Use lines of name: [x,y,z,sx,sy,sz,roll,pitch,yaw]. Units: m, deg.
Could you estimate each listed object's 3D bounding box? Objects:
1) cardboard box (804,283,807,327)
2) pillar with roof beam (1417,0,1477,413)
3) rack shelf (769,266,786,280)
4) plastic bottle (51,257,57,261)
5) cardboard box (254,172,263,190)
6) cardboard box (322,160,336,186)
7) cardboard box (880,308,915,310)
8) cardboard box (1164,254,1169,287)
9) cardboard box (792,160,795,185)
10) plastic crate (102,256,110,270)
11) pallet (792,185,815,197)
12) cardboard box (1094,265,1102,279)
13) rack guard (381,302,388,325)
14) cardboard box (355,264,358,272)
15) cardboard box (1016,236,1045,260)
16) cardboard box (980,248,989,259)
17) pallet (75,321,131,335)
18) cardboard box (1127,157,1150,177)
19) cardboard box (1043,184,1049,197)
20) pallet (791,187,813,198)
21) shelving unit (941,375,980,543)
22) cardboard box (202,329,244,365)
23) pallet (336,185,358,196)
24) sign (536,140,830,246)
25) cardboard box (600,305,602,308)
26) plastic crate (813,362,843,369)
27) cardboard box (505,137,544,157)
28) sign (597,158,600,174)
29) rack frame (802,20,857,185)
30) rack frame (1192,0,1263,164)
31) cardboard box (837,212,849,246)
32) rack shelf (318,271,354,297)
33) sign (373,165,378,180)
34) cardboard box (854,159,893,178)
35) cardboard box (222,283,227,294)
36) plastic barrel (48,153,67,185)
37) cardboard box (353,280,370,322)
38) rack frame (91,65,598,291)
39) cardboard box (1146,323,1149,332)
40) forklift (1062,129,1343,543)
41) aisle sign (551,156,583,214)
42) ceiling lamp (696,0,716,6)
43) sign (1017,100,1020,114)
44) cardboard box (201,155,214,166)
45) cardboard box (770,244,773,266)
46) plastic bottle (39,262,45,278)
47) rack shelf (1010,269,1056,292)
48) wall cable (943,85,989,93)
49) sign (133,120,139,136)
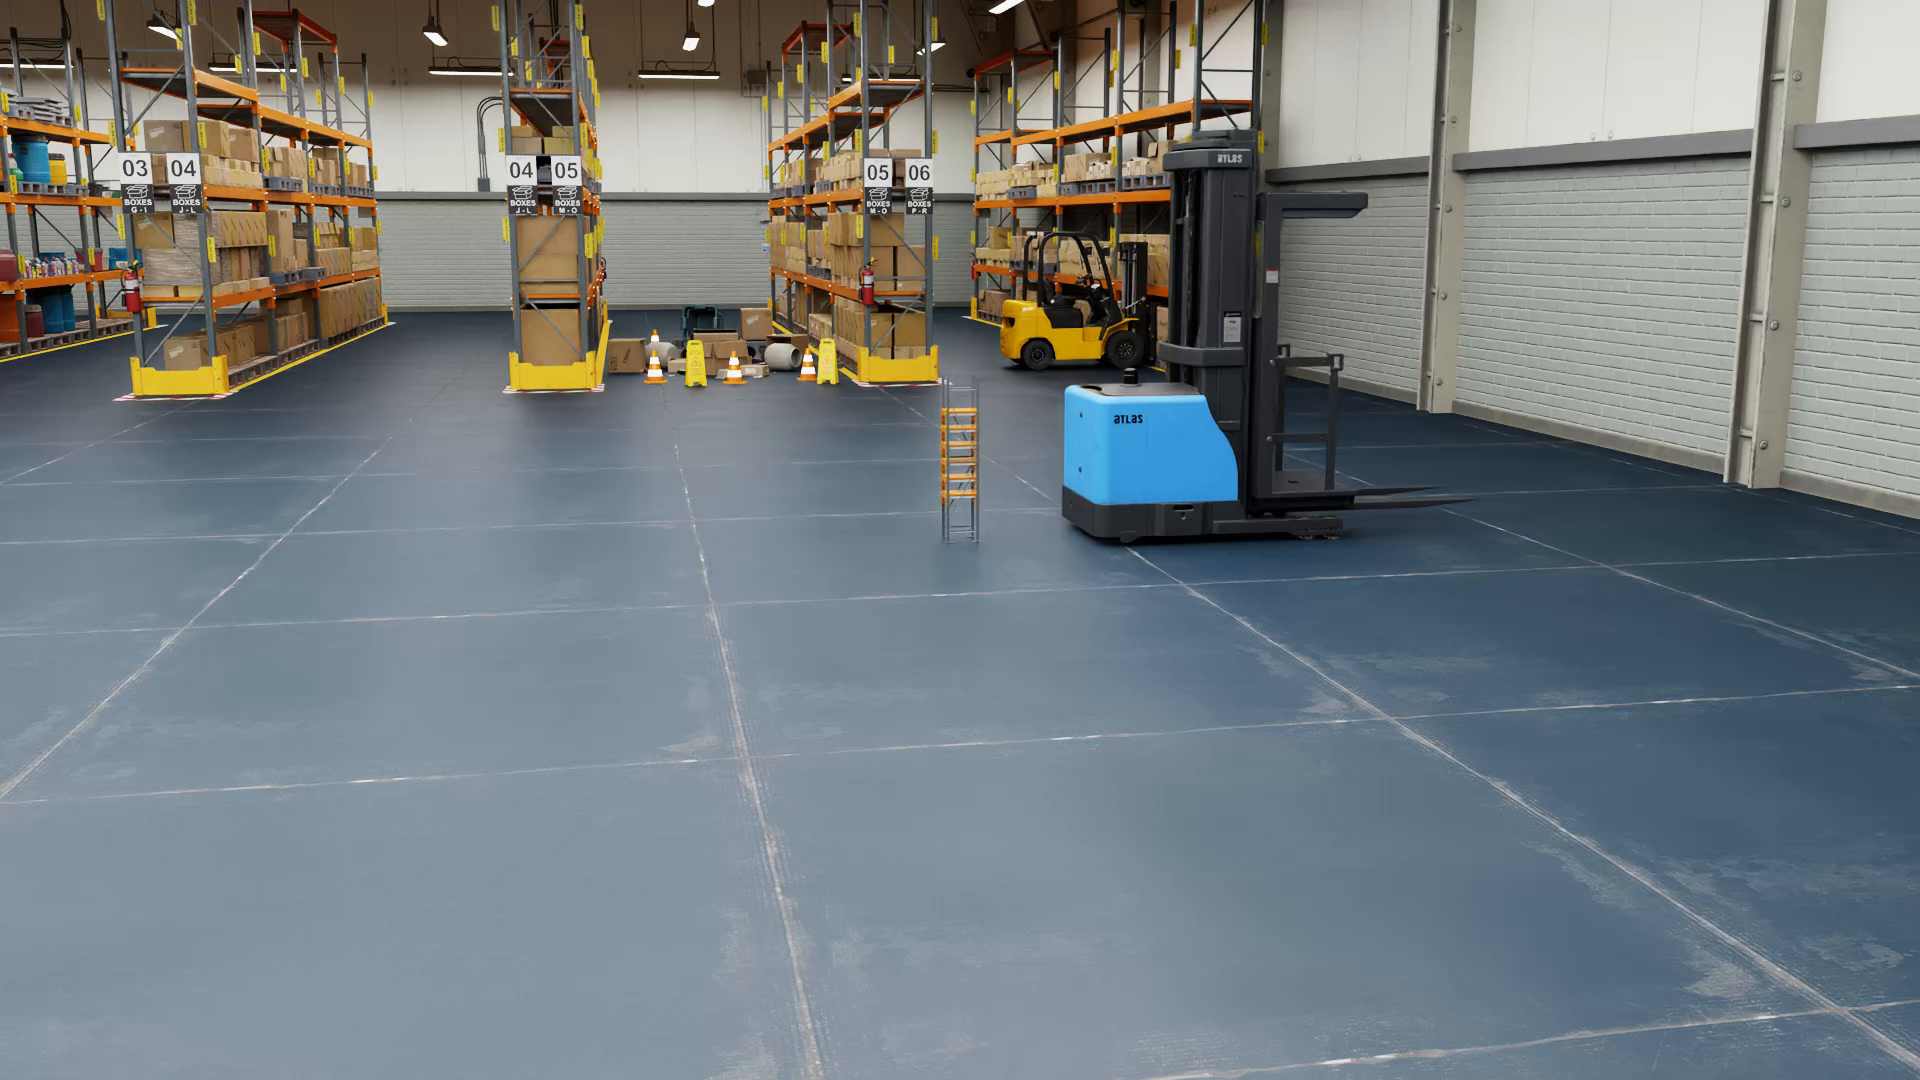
cardboard box: [-2.682,-4.750,33.688,0.875,0.875,0.875,-2,11,-10]
pillar with roof beam: [1.657,-5.858,18.908,9.100,9.000,0.400,-2,11,-11]
rack shelf: [-3.627,-6.041,37.835,1.077,0.370,4.000,-2,11,-11]
plastic bottle: [-17.422,-5.267,31.977,0.144,0.351,0.185,-2,11,-11]
cardboard box: [-11.058,-5.525,25.583,0.500,0.250,0.500,-2,11,-9]
cardboard box: [-12.836,-7.290,33.062,0.700,0.500,0.500,-2,11,-10]
cardboard box: [-0.990,-3.401,26.266,0.500,0.500,0.500,-2,11,-10]
cardboard box: [3.519,-4.233,26.146,0.500,0.500,0.500,-2,11,-9]
cardboard box: [-3.087,-7.335,33.300,0.500,0.500,0.500,-2,11,-10]
plastic crate: [-17.933,-5.745,34.513,0.437,0.282,0.530,-2,11,-11]
pallet: [-2.637,-6.791,32.334,1.259,0.211,1.059,-2,11,-11]
cardboard box: [2.729,-4.842,30.017,0.500,0.250,0.500,-2,11,-11]
rack guard: [-13.741,-5.177,38.059,1.175,0.500,0.348,-2,11,-11]
cardboard box: [-12.741,-5.658,34.573,0.380,0.149,0.250,-2,11,-13]
cardboard box: [1.606,-6.272,35.736,0.700,0.500,0.500,-2,11,-10]
cardboard box: [0.775,-6.829,39.659,0.500,0.250,0.500,-2,11,-10]
pallet: [-18.239,-4.475,35.141,1.003,0.211,1.213,-2,11,-11]
cardboard box: [3.109,-6.265,27.915,0.500,0.311,0.500,-2,11,-10]
cardboard box: [1.972,-7.052,33.604,0.500,0.250,0.500,-2,11,-11]
pallet: [-2.857,-6.996,33.411,1.003,0.211,1.213,-2,11,-8]
shelving unit: [0.003,-0.587,12.070,0.258,1.200,0.189,-2,11,-11]
cardboard box: [-11.047,-2.887,24.906,0.500,0.500,0.500,-3,11,-16]
pallet: [-13.107,-7.247,34.466,1.003,0.211,1.213,-2,11,-11]
sign: [-4.290,-5.309,25.718,4.974,1.542,3.361,-2,11,-11]
cardboard box: [-8.140,-5.141,36.890,0.380,0.149,0.250,-2,11,-10]
plastic crate: [-2.181,-2.808,26.736,0.402,0.080,0.583,-6,13,-31]
cardboard box: [-6.109,-5.509,23.310,0.500,0.250,0.500,-2,11,-10]
sign: [-7.530,-7.771,34.542,0.100,0.325,0.005,-2,11,-11]
rack frame: [-2.460,-8.241,31.426,1.000,3.000,0.127,-2,11,-11]
rack frame: [3.964,-6.955,24.669,1.000,3.000,0.127,-2,11,-11]
cardboard box: [-1.508,-4.781,25.559,0.700,0.500,0.500,-2,11,-12]
rack shelf: [-12.569,-4.947,32.088,1.077,0.370,4.000,-2,11,-11]
sign: [-13.201,-8.287,37.536,0.100,0.325,0.005,-2,11,-11]
cardboard box: [-1.268,-5.456,24.425,0.500,0.250,0.500,-2,11,-12]
cardboard box: [-10.579,-3.542,23.453,0.380,0.149,0.250,-2,11,-11]
plastic barrel: [-17.440,-7.099,31.823,0.600,0.588,0.600,0,11,0]
cardboard box: [-13.183,-5.118,35.625,0.875,0.875,0.875,-2,11,-11]
rack frame: [-13.363,-7.976,35.502,10.951,5.045,4.000,-2,11,-11]
cardboard box: [3.261,-3.465,27.272,0.500,0.250,0.500,-2,11,-11]
forklift: [2.353,-1.533,12.414,3.031,2.935,1.130,-2,11,-11]
aisle sign: [-5.431,-4.903,22.981,0.394,0.787,0.004,-2,11,-11]
ceiling lamp: [-3.798,-10.271,26.479,0.800,3.185,2.000,-2,11,-11]
sign: [1.401,-10.442,40.071,0.100,0.325,0.005,-2,11,-11]
cardboard box: [-10.407,-5.172,22.658,0.380,0.149,0.250,-2,11,-10]
cardboard box: [-4.204,-6.712,39.169,0.500,0.500,0.500,-2,11,-11]
plastic bottle: [-16.986,-5.001,30.759,0.061,0.283,0.133,-2,11,-11]
rack shelf: [2.020,-5.488,34.933,1.077,0.370,4.000,-2,11,-11]
wall cable: [1.011,-13.703,45.250,2.988,3.039,0.133,-2,11,-11]
sign: [-18.058,-9.032,36.446,0.100,0.325,0.005,-2,11,-11]
